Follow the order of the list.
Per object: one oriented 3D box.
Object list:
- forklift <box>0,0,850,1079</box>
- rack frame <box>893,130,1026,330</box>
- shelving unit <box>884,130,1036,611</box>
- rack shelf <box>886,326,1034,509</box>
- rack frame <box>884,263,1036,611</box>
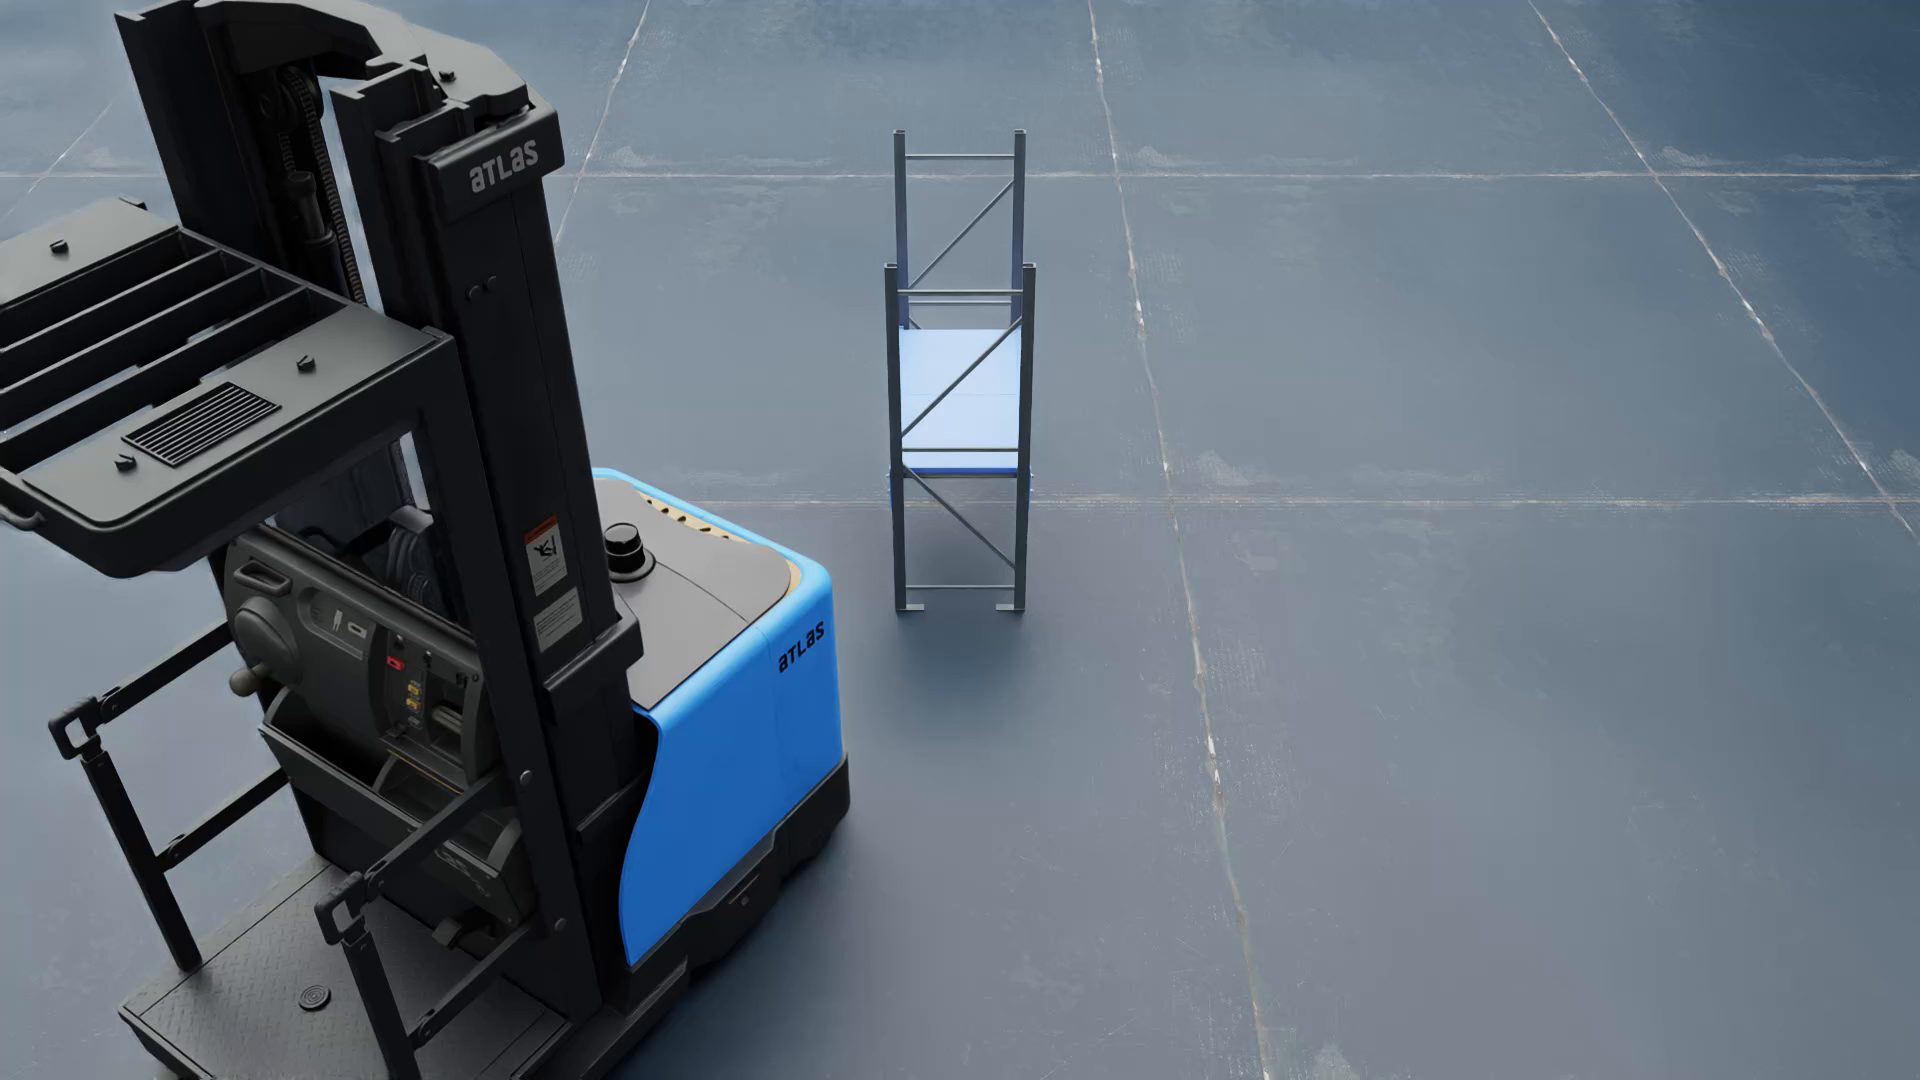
[{"bbox_3d":[-1.614,0.367,3.948,1.130,2.935,3.031,23,44,26],"label":"forklift"},{"bbox_3d":[-0.001,-0.956,6.744,0.500,1.500,0.032,0,39,0],"label":"rack frame"},{"bbox_3d":[0.000,-0.639,6.348,0.538,1.500,1.048,0,39,0],"label":"shelving unit"},{"bbox_3d":[0.000,-0.498,6.460,0.538,0.185,1.000,0,39,0],"label":"rack shelf"},{"bbox_3d":[0.000,-0.321,5.951,0.500,1.500,0.032,0,39,0],"label":"rack frame"}]
